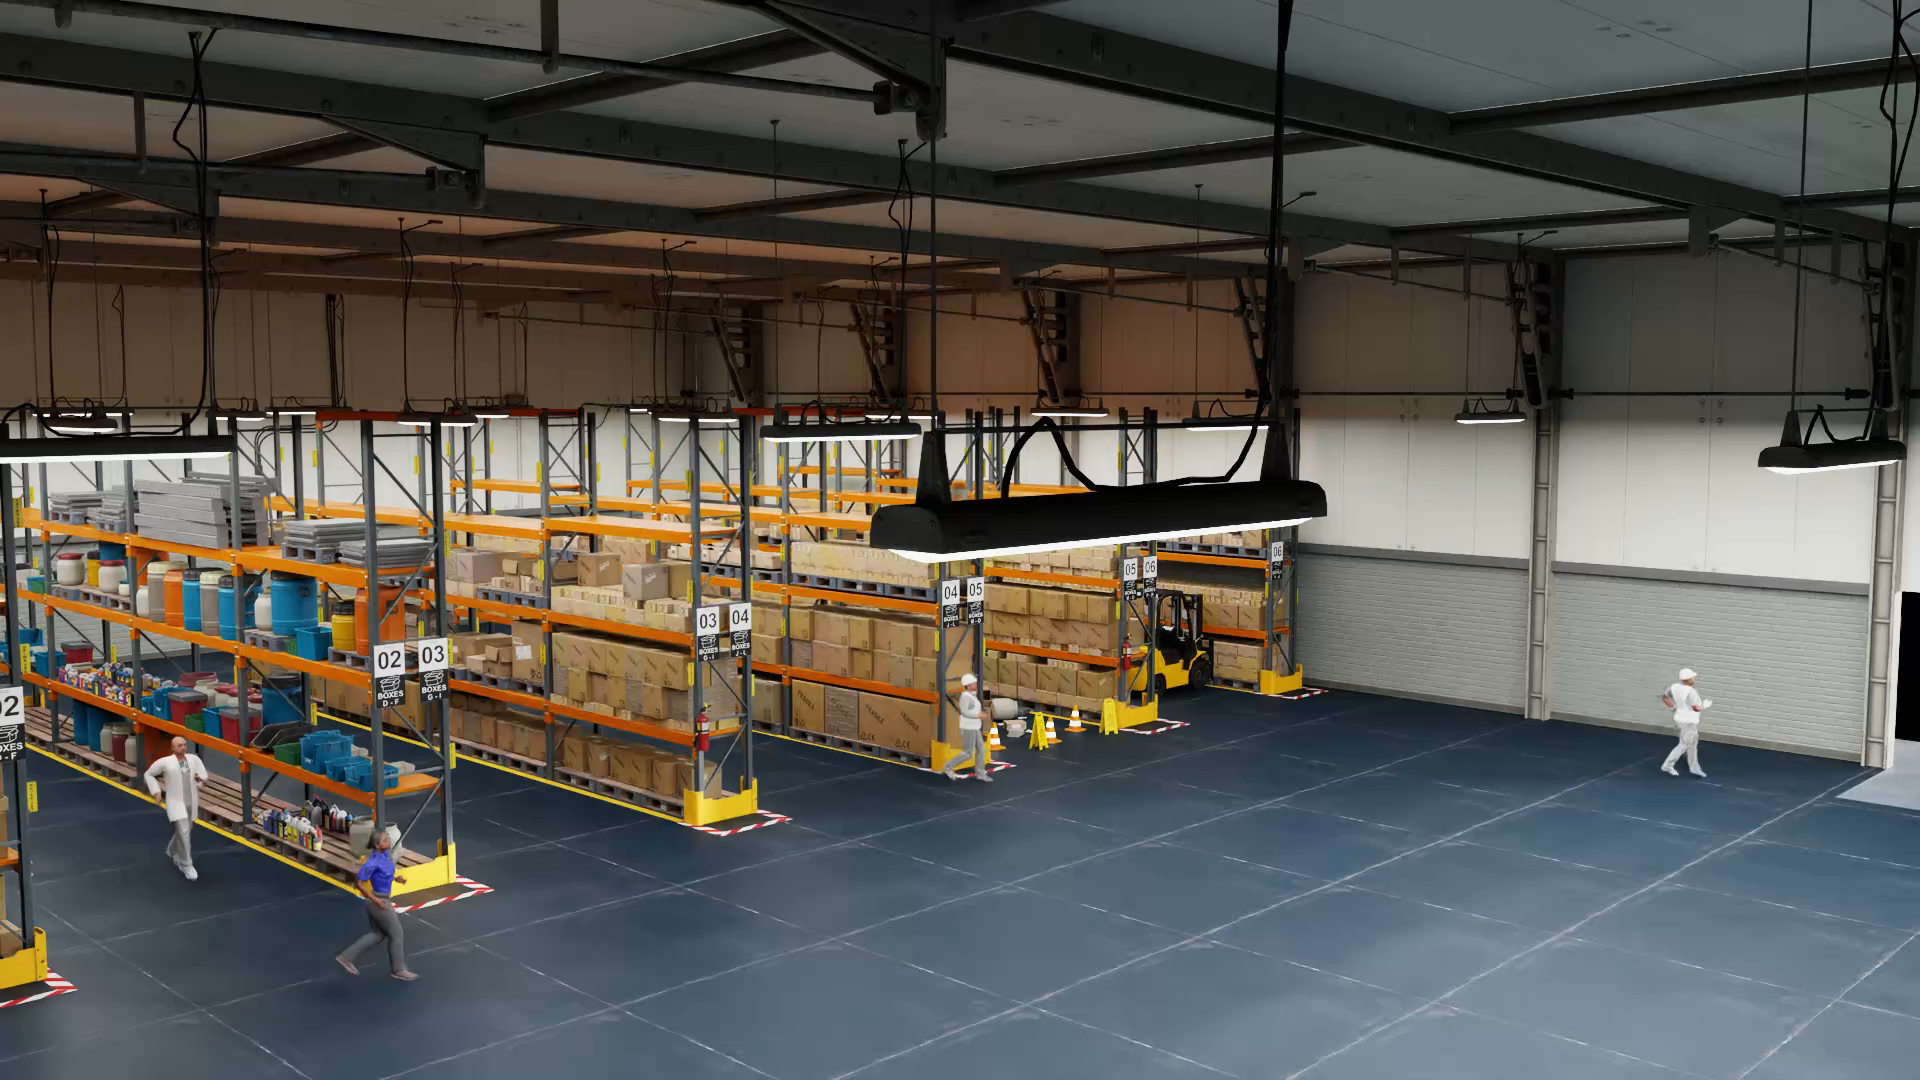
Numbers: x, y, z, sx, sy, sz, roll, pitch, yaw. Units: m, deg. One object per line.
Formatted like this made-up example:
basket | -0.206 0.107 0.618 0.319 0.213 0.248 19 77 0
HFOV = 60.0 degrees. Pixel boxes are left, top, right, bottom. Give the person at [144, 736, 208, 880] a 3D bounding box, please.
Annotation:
person | -10.263 3.494 21.894 0.908 1.836 0.677 3 6 33

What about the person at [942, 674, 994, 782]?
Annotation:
person | 0.133 3.059 26.966 0.850 1.793 0.681 0 5 3

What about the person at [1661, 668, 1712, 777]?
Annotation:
person | 11.906 3.009 27.249 0.824 1.823 0.664 0 5 0

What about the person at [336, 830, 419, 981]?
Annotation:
person | -6.264 3.939 17.869 0.813 1.654 0.571 -1 5 -16
